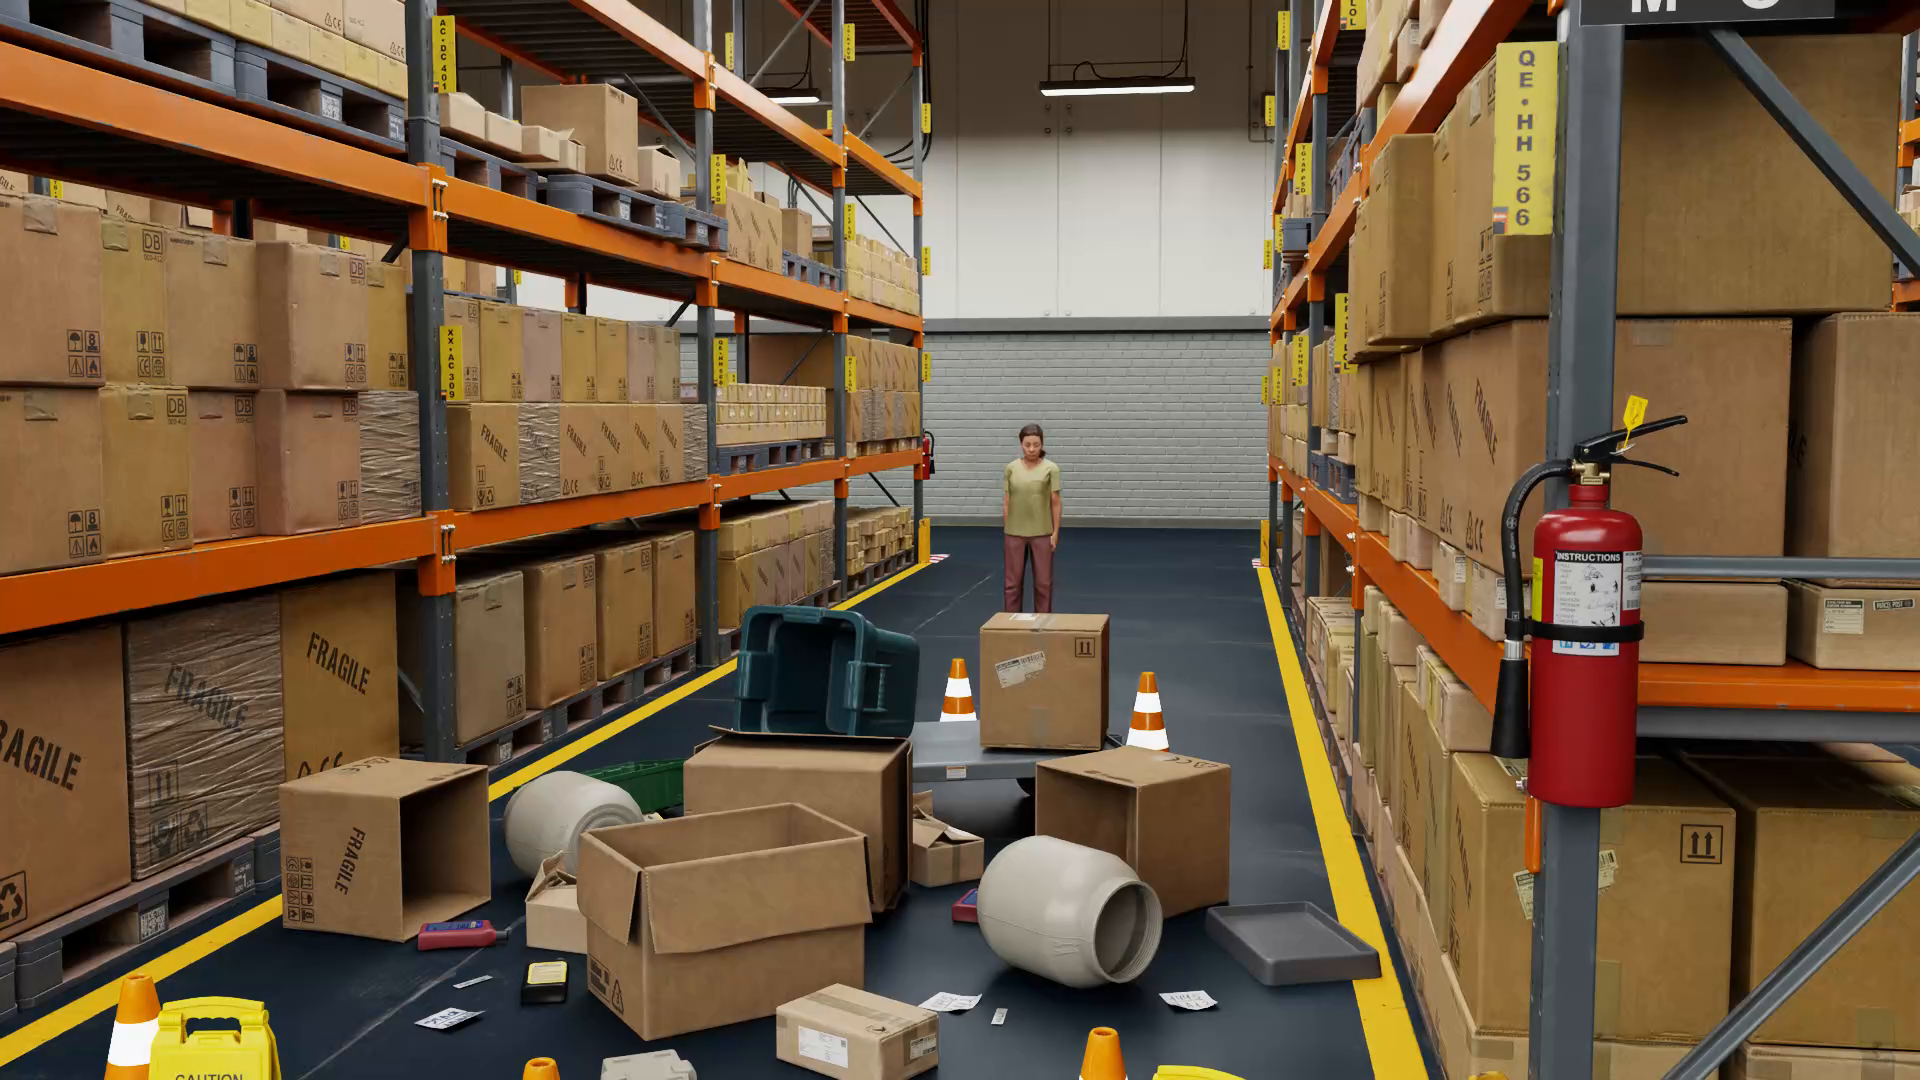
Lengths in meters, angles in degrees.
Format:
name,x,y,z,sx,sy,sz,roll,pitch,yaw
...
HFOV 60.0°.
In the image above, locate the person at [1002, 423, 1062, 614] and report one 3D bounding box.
name,x,y,z,sx,sy,sz,roll,pitch,yaw
person,0.525,-0.023,12.213,0.446,1.671,0.360,1,5,10
